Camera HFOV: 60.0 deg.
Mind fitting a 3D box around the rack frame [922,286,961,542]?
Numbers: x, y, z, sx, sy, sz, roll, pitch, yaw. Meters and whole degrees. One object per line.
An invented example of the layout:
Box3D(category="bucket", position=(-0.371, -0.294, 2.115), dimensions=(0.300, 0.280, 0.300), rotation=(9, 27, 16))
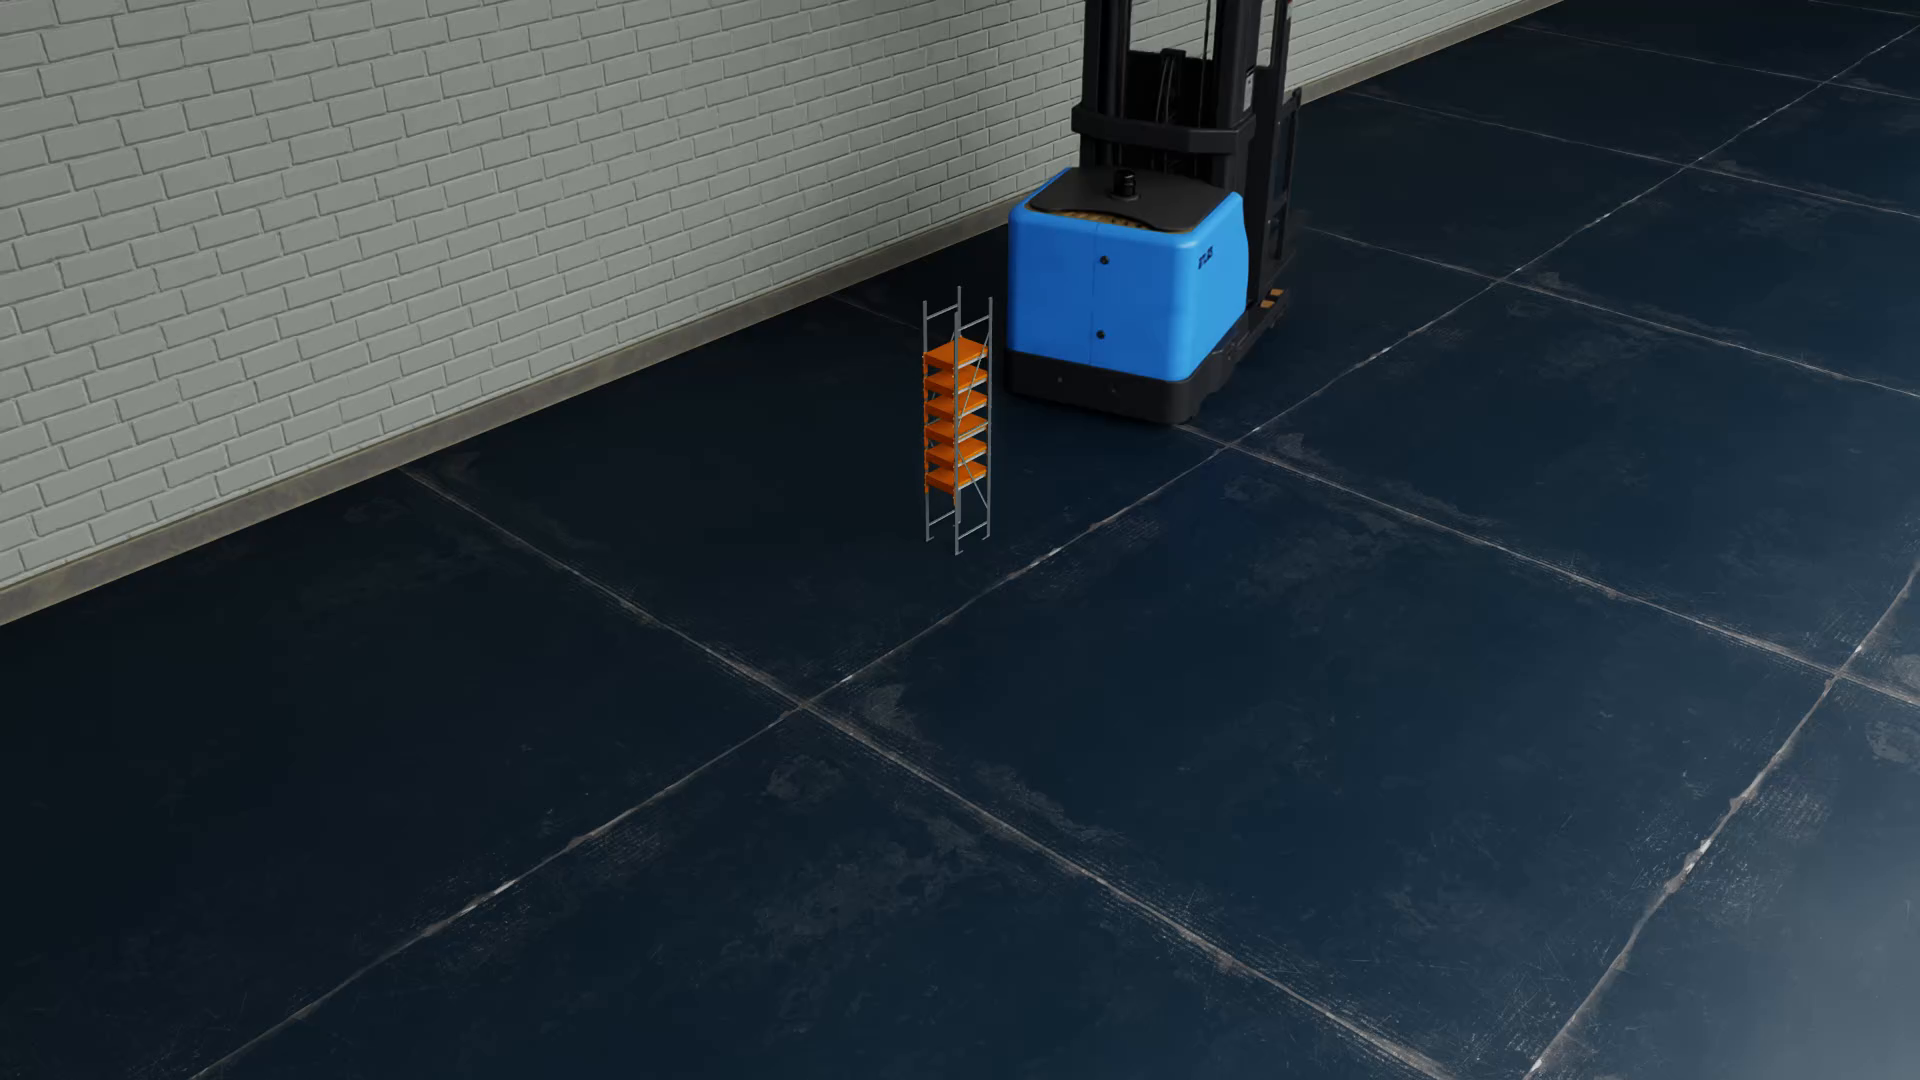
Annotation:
Box3D(category="rack frame", position=(-0.079, -0.551, 7.501), dimensions=(0.006, 1.200, 0.240), rotation=(25, 39, 35))

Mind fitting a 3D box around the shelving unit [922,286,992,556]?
Box3D(category="shelving unit", position=(-0.011, -0.519, 7.449), dimensions=(0.189, 1.200, 0.258), rotation=(25, 39, 35))

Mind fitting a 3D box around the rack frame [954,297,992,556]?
Box3D(category="rack frame", position=(0.057, -0.487, 7.396), dimensions=(0.006, 1.200, 0.240), rotation=(25, 39, 35))

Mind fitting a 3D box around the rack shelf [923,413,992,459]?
Box3D(category="rack shelf", position=(-0.011, -0.481, 7.472), dimensions=(0.180, 0.103, 0.258), rotation=(25, 39, 35))

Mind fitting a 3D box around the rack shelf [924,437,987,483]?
Box3D(category="rack shelf", position=(-0.011, -0.378, 7.534), dimensions=(0.180, 0.103, 0.258), rotation=(25, 39, 35))

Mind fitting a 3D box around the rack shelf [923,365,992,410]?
Box3D(category="rack shelf", position=(-0.011, -0.687, 7.348), dimensions=(0.180, 0.103, 0.258), rotation=(25, 39, 35))

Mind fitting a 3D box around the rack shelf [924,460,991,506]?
Box3D(category="rack shelf", position=(-0.011, -0.275, 7.596), dimensions=(0.180, 0.103, 0.258), rotation=(25, 39, 35))

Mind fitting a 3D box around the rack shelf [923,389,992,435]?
Box3D(category="rack shelf", position=(-0.011, -0.584, 7.410), dimensions=(0.180, 0.103, 0.258), rotation=(25, 39, 35))

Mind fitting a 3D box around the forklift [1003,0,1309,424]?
Box3D(category="forklift", position=(1.326, -2.594, 9.217), dimensions=(1.130, 2.935, 3.031), rotation=(14, 34, 22))

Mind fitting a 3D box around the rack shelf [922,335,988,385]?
Box3D(category="rack shelf", position=(-0.011, -0.789, 7.286), dimensions=(0.180, 0.103, 0.258), rotation=(25, 39, 35))
